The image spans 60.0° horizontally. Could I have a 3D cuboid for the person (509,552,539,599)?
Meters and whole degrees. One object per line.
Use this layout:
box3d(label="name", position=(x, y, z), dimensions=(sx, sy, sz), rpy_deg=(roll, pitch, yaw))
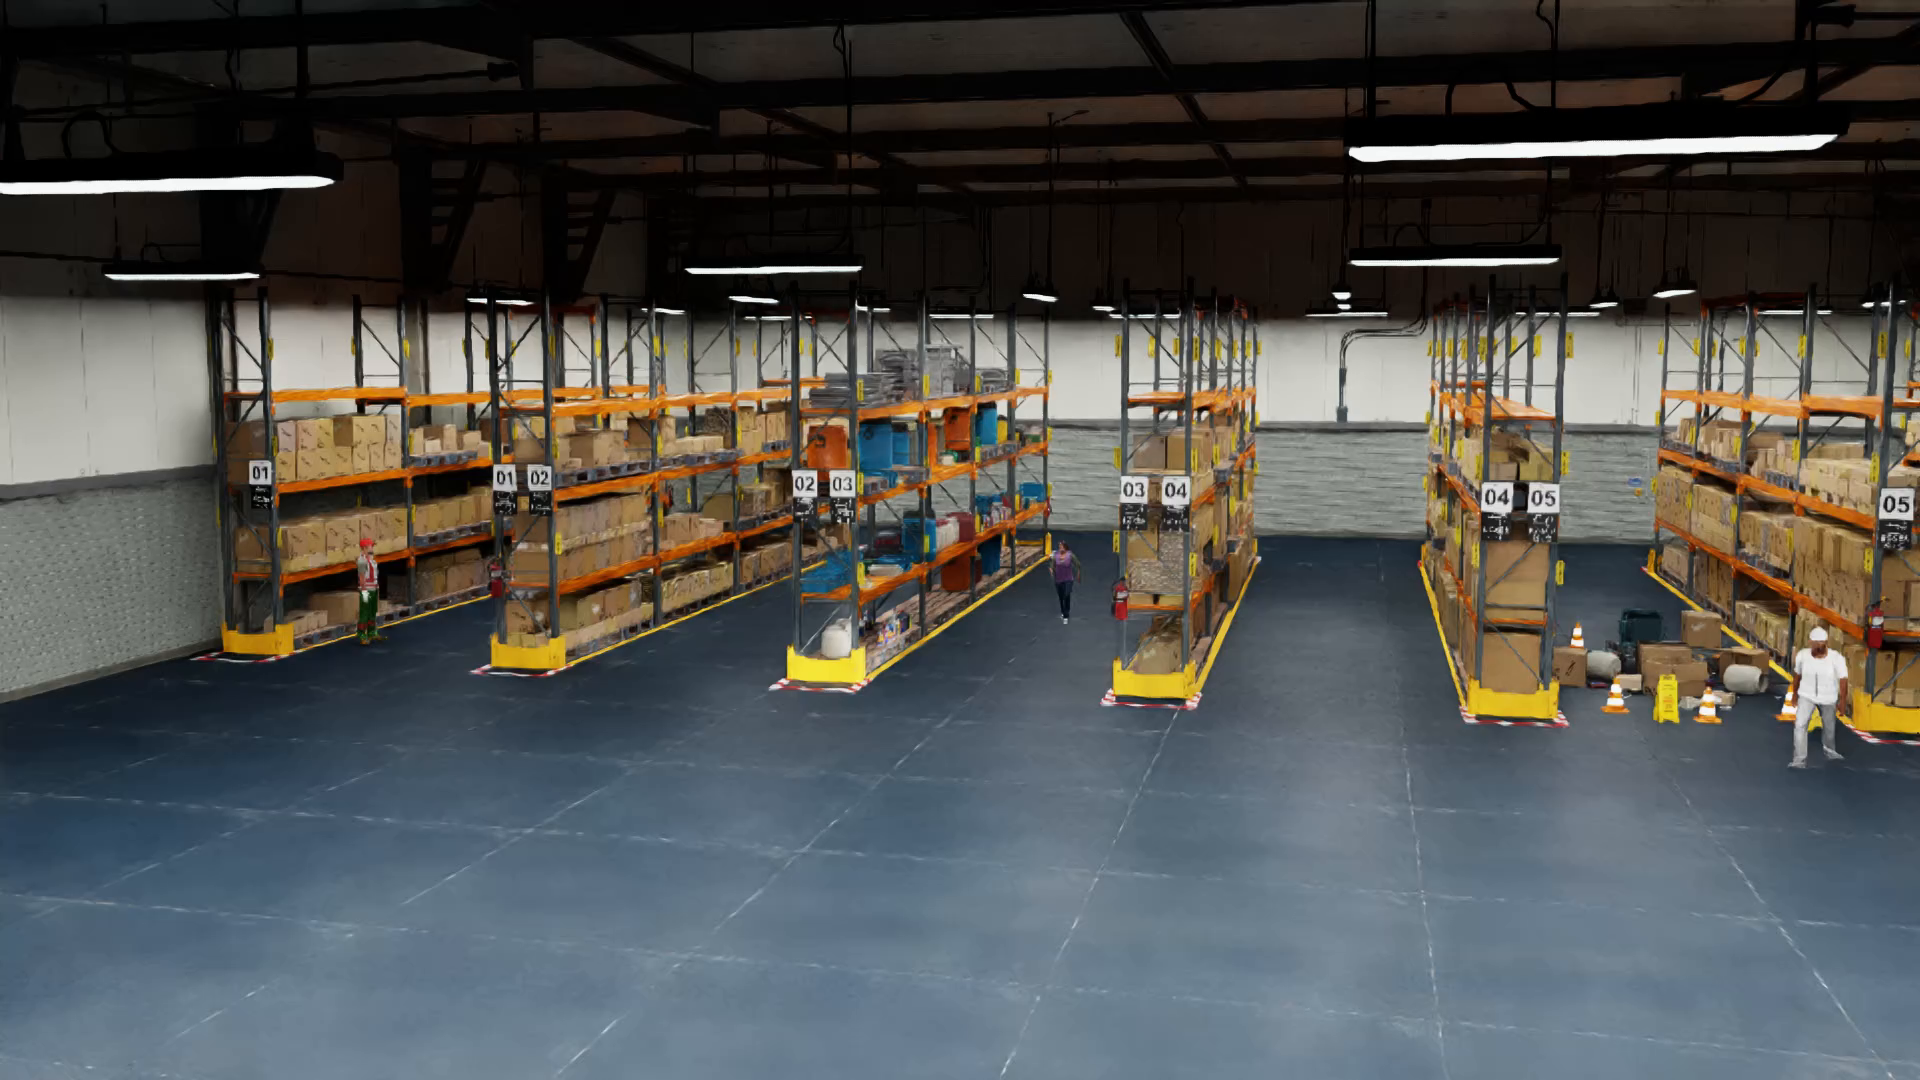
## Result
box3d(label="person", position=(-7.686, 0.766, 29.460), dimensions=(0.677, 1.742, 0.552), rpy_deg=(1, 7, 12))

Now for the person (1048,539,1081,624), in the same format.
box3d(label="person", position=(1.912, 0.737, 30.559), dimensions=(0.562, 1.530, 0.815), rpy_deg=(2, 7, 19))

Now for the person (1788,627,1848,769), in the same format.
box3d(label="person", position=(10.286, 1.878, 19.924), dimensions=(0.613, 1.712, 0.971), rpy_deg=(4, 8, 34))

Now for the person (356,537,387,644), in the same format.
box3d(label="person", position=(-10.048, 0.845, 28.307), dimensions=(0.395, 1.792, 0.661), rpy_deg=(0, 7, -2))
